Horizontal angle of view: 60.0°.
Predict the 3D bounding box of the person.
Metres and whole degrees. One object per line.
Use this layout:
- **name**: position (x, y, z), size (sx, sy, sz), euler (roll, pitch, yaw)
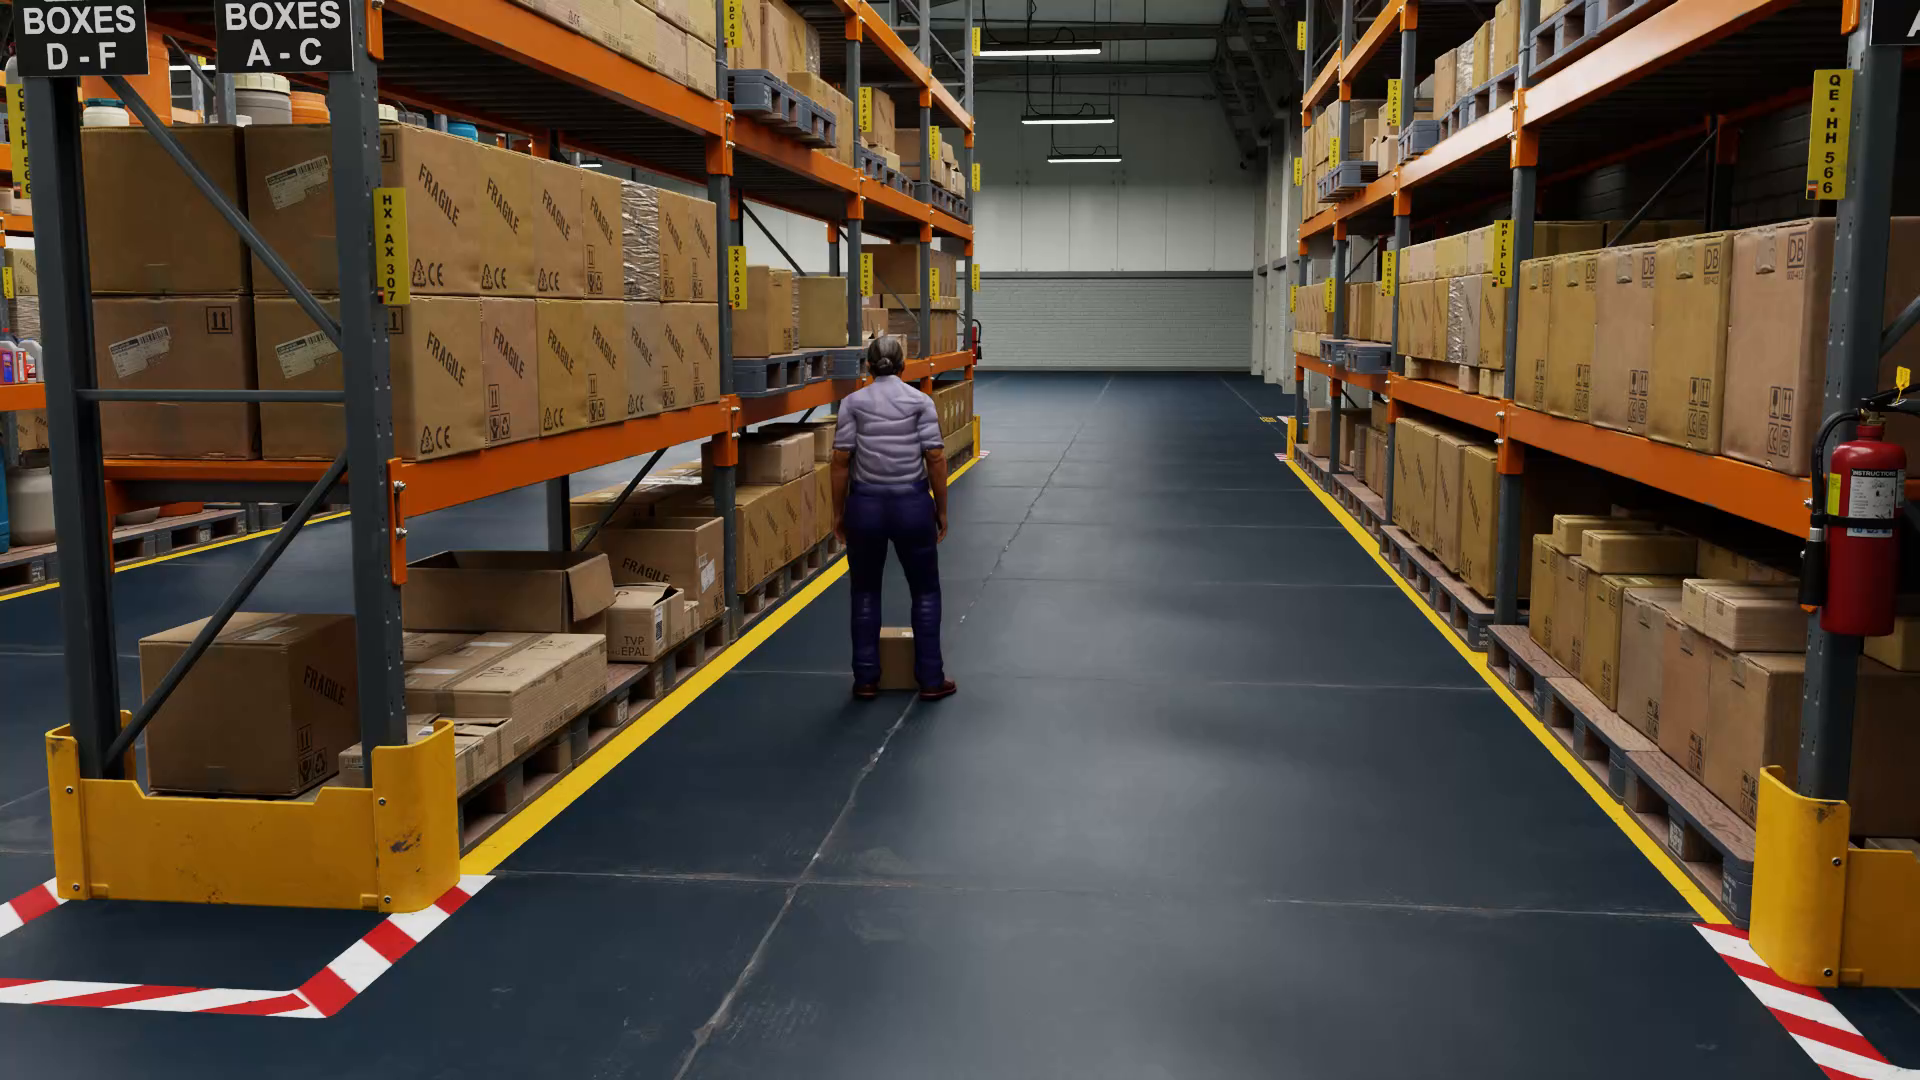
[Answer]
- **person**: position (-0.303, -0.100, 7.564), size (0.565, 1.651, 0.371), euler (0, 8, 2)
